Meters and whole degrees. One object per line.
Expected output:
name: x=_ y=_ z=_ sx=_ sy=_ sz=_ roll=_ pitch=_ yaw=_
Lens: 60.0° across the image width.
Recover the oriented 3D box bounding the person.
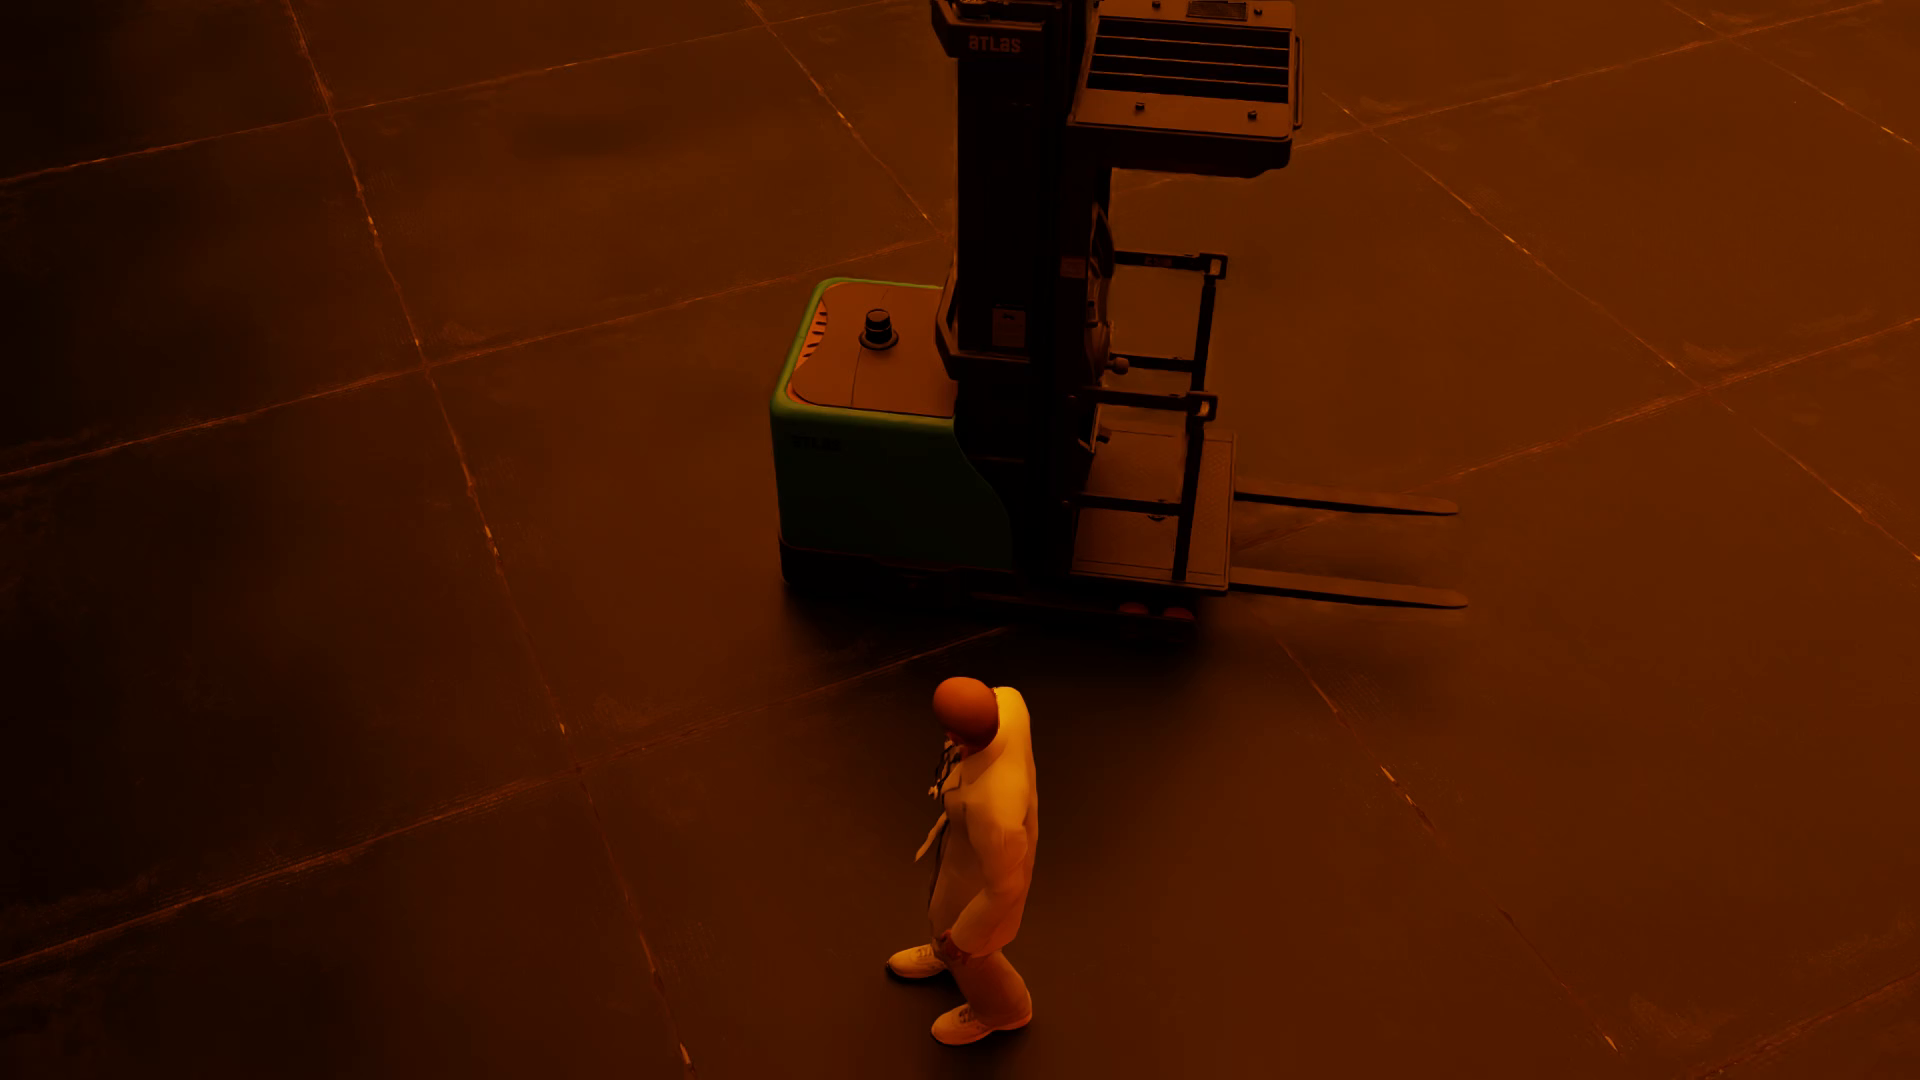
person: x=0.001 y=1.036 z=5.426 sx=0.517 sy=1.764 sz=0.763 roll=-1 pitch=43 yaw=-1

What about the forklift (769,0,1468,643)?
forklift: x=0.752 y=-1.008 z=6.760 sx=3.031 sy=2.935 sz=1.130 roll=6 pitch=43 yaw=7
